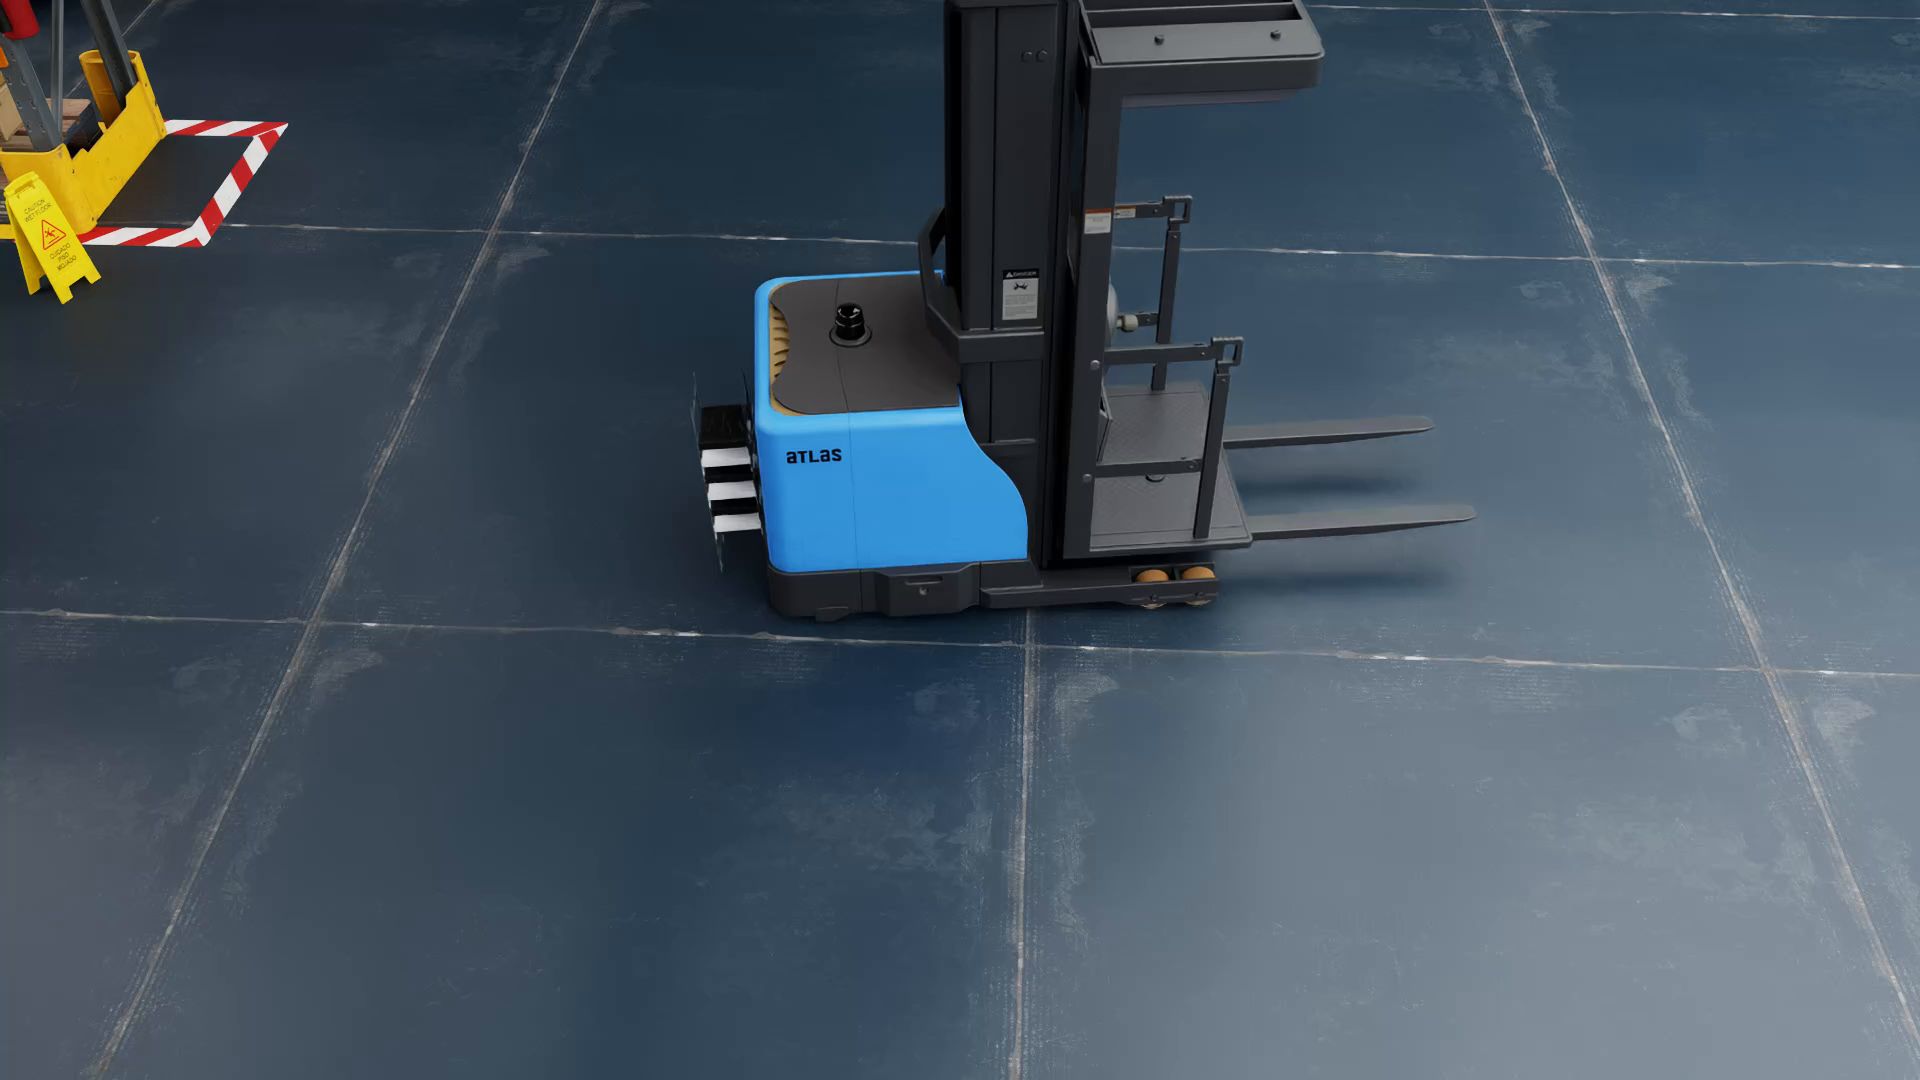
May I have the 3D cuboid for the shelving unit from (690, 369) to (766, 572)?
[{"bbox_3d":[-0.954,-0.278,6.968,0.210,0.900,0.258,-5,43,-2],"label":"shelving unit"}]

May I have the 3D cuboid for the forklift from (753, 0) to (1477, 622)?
[{"bbox_3d":[0.679,-1.144,6.414,3.031,2.935,1.130,-4,43,-4],"label":"forklift"}]

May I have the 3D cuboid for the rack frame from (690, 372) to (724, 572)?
[{"bbox_3d":[-1.055,-0.270,6.965,0.006,0.900,0.240,-5,43,-2],"label":"rack frame"}]

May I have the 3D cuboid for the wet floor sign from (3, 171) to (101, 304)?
[{"bbox_3d":[-4.720,-1.576,8.554,0.232,0.644,0.267,16,45,16],"label":"wet floor sign"}]

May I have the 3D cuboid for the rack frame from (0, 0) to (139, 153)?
[{"bbox_3d":[-4.861,-3.172,8.540,0.127,3.000,1.000,2,43,2],"label":"rack frame"}]

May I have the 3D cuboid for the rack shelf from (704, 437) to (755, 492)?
[{"bbox_3d":[-0.956,-0.320,6.929,0.200,0.077,0.258,-5,43,-2],"label":"rack shelf"}]

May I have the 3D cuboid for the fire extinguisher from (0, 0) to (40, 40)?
[{"bbox_3d":[-4.768,-2.826,8.225,0.183,0.674,0.296,2,43,2],"label":"fire extinguisher"}]

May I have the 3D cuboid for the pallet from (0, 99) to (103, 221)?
[{"bbox_3d":[-5.747,-2.203,9.545,1.213,0.211,1.003,2,43,2],"label":"pallet"}]

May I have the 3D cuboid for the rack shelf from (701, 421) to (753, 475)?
[{"bbox_3d":[-0.960,-0.385,6.868,0.200,0.077,0.258,-5,43,-2],"label":"rack shelf"}]

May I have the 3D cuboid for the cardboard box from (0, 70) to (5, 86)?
[{"bbox_3d":[-5.679,-2.807,9.307,0.500,0.500,0.500,0,43,0],"label":"cardboard box"}]

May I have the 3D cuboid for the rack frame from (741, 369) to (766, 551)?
[{"bbox_3d":[-0.852,-0.286,6.971,0.006,0.900,0.240,-5,43,-2],"label":"rack frame"}]

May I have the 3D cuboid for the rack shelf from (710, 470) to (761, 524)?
[{"bbox_3d":[-0.949,-0.188,7.052,0.200,0.077,0.258,-5,43,-2],"label":"rack shelf"}]

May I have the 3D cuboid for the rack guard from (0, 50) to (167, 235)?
[{"bbox_3d":[-4.937,-2.260,9.394,0.348,0.500,1.175,2,43,2],"label":"rack guard"}]

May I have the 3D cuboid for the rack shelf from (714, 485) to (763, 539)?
[{"bbox_3d":[-0.945,-0.123,7.114,0.200,0.077,0.258,-5,43,-2],"label":"rack shelf"}]

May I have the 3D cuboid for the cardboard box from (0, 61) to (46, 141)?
[{"bbox_3d":[-5.655,-2.533,9.563,0.500,0.250,0.500,1,43,2],"label":"cardboard box"}]

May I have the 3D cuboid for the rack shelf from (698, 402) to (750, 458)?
[{"bbox_3d":[-0.963,-0.451,6.806,0.200,0.077,0.258,-5,43,-2],"label":"rack shelf"}]

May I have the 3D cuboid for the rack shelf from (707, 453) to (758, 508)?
[{"bbox_3d":[-0.952,-0.254,6.991,0.200,0.077,0.258,-5,43,-2],"label":"rack shelf"}]

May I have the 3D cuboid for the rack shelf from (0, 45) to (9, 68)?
[{"bbox_3d":[-6.859,-2.970,8.851,4.000,0.370,1.077,2,43,2],"label":"rack shelf"}]
